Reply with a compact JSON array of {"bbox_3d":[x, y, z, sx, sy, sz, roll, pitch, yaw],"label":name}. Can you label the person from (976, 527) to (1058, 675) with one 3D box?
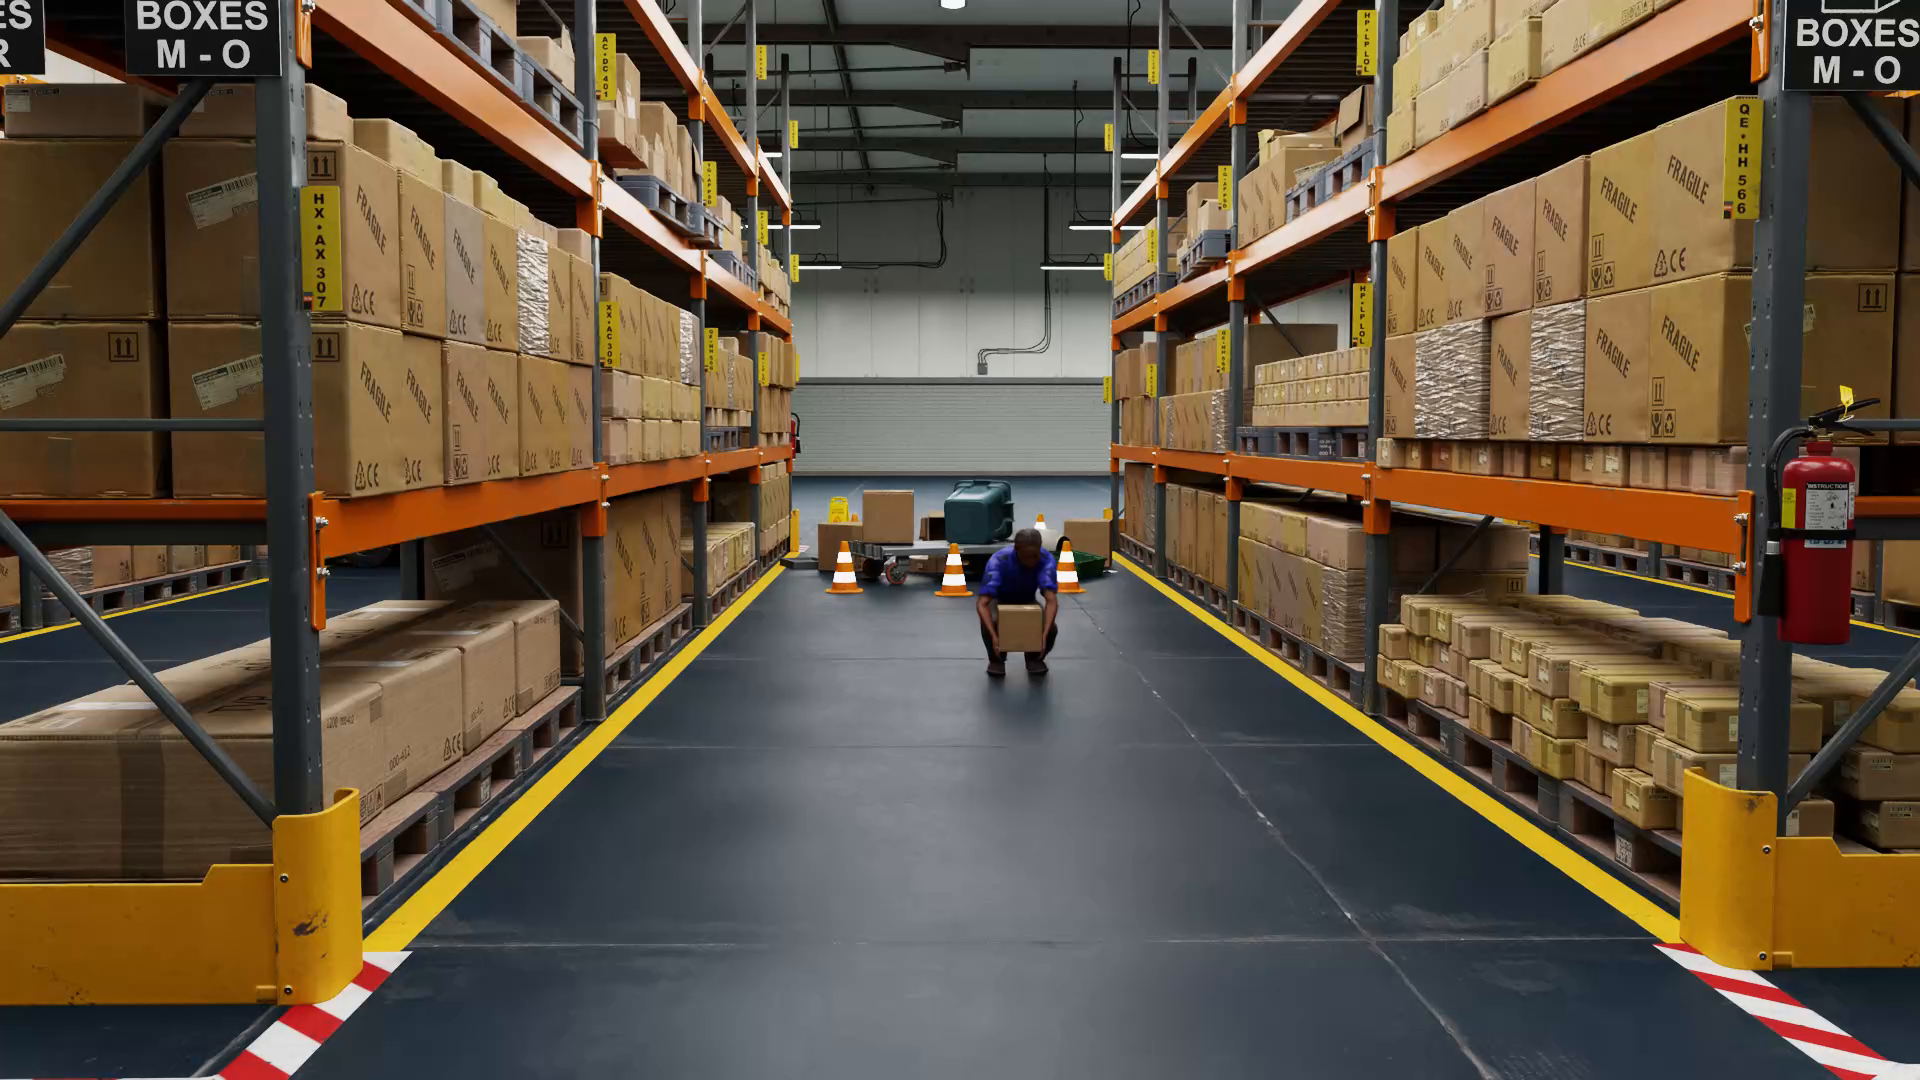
[{"bbox_3d":[0.341,0.370,10.114,0.498,0.925,0.819,0,4,-2],"label":"person"}]
